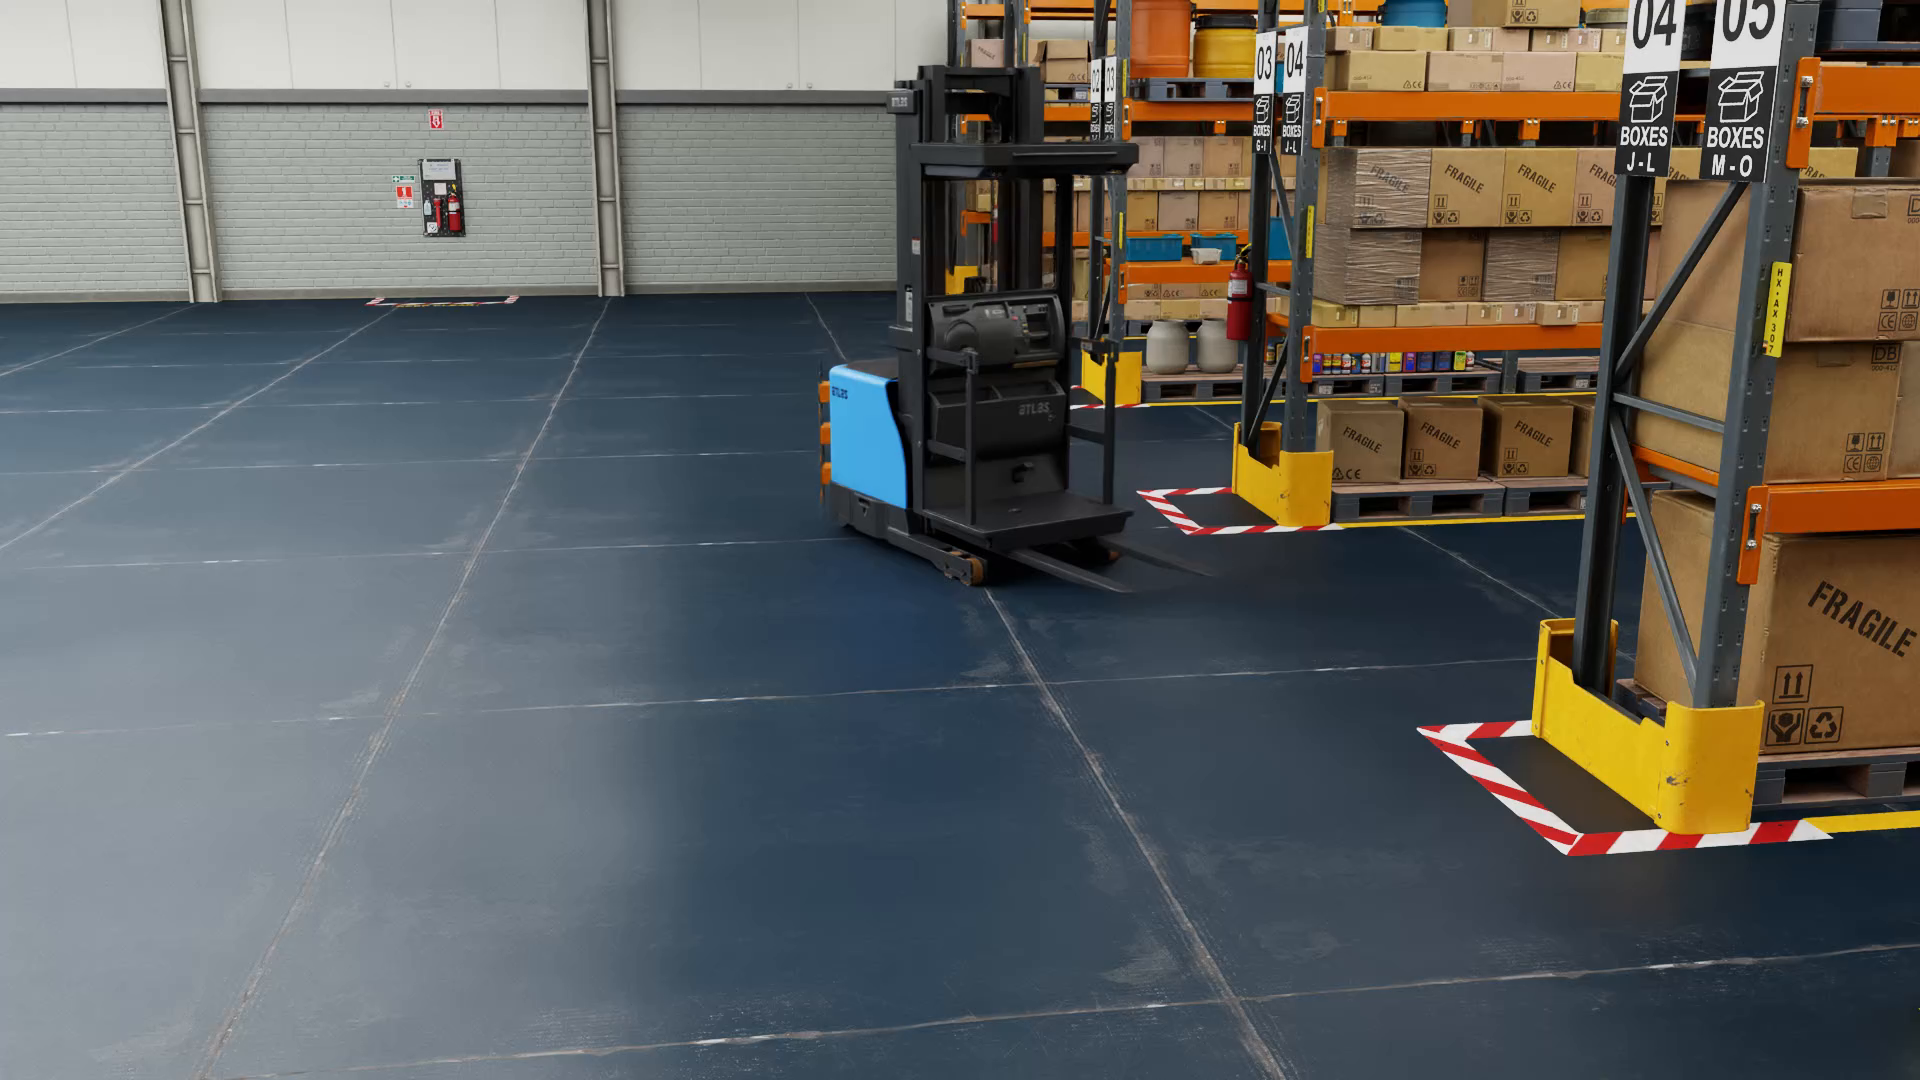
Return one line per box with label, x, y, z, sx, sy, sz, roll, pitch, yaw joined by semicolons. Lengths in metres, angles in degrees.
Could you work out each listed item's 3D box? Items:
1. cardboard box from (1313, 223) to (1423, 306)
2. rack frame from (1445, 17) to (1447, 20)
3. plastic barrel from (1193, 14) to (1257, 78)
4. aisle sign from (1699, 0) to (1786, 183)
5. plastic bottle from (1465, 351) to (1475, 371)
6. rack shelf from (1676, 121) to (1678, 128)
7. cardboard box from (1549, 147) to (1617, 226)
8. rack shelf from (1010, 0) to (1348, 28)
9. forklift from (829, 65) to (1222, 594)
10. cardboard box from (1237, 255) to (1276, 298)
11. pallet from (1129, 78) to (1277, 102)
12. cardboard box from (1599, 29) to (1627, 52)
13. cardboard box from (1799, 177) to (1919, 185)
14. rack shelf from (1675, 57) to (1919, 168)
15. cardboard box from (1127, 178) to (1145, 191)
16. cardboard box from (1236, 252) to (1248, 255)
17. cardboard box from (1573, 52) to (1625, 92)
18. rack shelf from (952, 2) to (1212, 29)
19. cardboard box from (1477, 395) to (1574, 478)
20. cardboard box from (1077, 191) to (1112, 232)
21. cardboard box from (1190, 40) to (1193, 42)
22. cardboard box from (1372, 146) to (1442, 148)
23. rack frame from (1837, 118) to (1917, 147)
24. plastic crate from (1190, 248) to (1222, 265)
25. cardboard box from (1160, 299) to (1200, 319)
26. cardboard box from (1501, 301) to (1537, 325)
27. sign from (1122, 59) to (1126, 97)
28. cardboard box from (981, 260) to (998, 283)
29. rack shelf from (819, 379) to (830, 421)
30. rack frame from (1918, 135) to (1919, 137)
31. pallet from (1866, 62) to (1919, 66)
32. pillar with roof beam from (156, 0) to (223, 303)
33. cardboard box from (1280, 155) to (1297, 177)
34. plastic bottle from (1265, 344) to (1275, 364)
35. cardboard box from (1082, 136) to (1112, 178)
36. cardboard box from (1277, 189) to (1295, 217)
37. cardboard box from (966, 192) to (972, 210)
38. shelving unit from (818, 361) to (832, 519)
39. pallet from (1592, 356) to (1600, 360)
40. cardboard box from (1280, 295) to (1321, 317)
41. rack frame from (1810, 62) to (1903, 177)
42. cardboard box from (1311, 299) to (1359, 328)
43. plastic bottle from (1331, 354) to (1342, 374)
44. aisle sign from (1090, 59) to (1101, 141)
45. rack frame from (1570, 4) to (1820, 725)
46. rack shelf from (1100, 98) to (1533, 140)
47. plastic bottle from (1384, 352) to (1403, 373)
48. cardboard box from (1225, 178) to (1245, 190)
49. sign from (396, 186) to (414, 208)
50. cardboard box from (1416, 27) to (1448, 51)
cardboard box;2.703;-1.889;11.269;0.500;0.500;0.875;-2;14;-8
rack frame;7.852;-8.457;25.943;0.127;3.000;1.000;-2;14;-8
plastic barrel;2.526;-4.696;15.862;0.600;0.588;0.600;0;14;0
aisle sign;2.769;-1.672;5.878;0.004;0.787;0.394;-2;14;-8
plastic bottle;5.060;-1.787;16.528;0.097;0.201;0.097;0;14;0
rack shelf;13.785;-6.870;27.263;4.000;0.370;1.077;-2;14;-8
cardboard box;4.223;-2.369;11.129;0.500;0.500;0.500;-2;14;-8
rack shelf;2.661;-6.505;20.462;4.000;0.370;1.077;-2;14;-8
forklift;0.340;-1.283;9.812;1.130;2.935;3.031;-9;16;-31
cardboard box;3.716;-3.359;21.199;0.500;0.500;0.500;-2;14;-8
pallet;2.250;-4.244;15.699;1.213;0.211;1.003;-2;14;-8
cardboard box;4.250;-3.284;10.973;0.250;0.149;0.380;-3;14;-10
cardboard box;3.697;-1.128;6.527;0.550;0.550;0.875;-2;14;-8
rack shelf;4.772;-1.664;6.504;4.000;0.370;1.077;-2;14;-8
cardboard box;2.124;-4.429;20.676;0.250;0.149;0.380;-3;14;-10
cardboard box;3.640;-3.483;21.690;0.500;0.500;0.500;-2;14;-8
cardboard box;4.183;-3.077;10.968;0.500;0.250;0.500;-2;14;-7
rack shelf;1.919;-7.889;25.164;4.000;0.370;1.077;-2;14;-8
cardboard box;3.983;-0.740;11.783;0.500;0.500;0.500;-1;14;-3
cardboard box;1.665;-4.148;20.890;0.500;0.500;0.700;-2;14;-7
cardboard box;3.442;-7.317;25.261;0.500;0.500;0.500;-3;14;-13
cardboard box;3.156;-2.459;11.488;0.500;0.500;0.500;-2;14;-8
rack frame;9.328;-3.164;17.171;0.127;3.000;1.000;-2;14;-8
plastic crate;2.350;-2.701;15.867;0.250;0.136;0.298;-2;14;-8
cardboard box;2.730;-2.955;21.129;0.500;0.250;0.500;-2;14;-8
cardboard box;3.707;-1.560;11.294;0.250;0.149;0.380;-2;14;-8
sign;1.495;-4.201;15.120;0.005;0.325;0.100;-2;14;-8
cardboard box;0.639;-4.170;25.804;0.500;0.311;0.500;-4;15;-15
rack shelf;-0.818;-0.944;11.204;0.240;0.259;0.215;0;14;1
rack frame;12.549;-4.500;22.500;0.127;3.000;1.000;-2;14;-8
pallet;6.737;-3.188;11.487;1.003;0.211;1.213;-2;14;-8
pillar with roof beam;-10.720;-6.930;19.855;0.400;9.000;9.100;-2;14;-8
cardboard box;4.200;-4.871;21.104;0.500;0.500;0.700;-2;14;-8
plastic bottle;3.168;-1.902;16.987;0.097;0.201;0.097;0;14;0
cardboard box;1.718;-4.779;20.740;0.500;0.500;0.700;-2;14;-10
cardboard box;4.200;-4.241;21.262;0.500;0.500;0.700;-2;14;-10
cardboard box;0.375;-5.257;25.786;0.500;0.250;0.500;-2;14;-7
shelving unit;-0.818;-0.679;11.271;0.252;1.050;0.215;0;14;1
pallet;7.352;-1.749;17.262;1.213;0.211;1.003;-2;14;-8
cardboard box;2.406;-1.621;11.534;0.250;0.149;0.380;-2;14;-8
rack frame;6.110;-1.827;11.842;0.127;3.000;1.000;-2;14;-8
cardboard box;2.472;-1.514;11.107;0.250;0.149;0.380;-2;14;-8
plastic bottle;3.694;-1.771;16.320;0.097;0.271;0.097;0;14;0
aisle sign;1.302;-4.204;15.973;0.004;0.787;0.394;-2;14;-8
rack frame;2.794;-0.486;6.492;0.127;3.000;1.000;-2;14;-8
rack shelf;3.395;-4.052;16.026;4.000;0.370;1.077;-2;14;-8
plastic bottle;4.270;-1.836;16.418;0.185;0.351;0.144;-2;14;-9
cardboard box;3.395;-4.476;20.863;0.250;0.149;0.380;-2;14;-9
sign;-8.440;-5.215;25.275;0.234;0.329;0.001;-2;14;-8
cardboard box;2.964;-3.237;10.786;0.250;0.149;0.380;-2;14;-9
